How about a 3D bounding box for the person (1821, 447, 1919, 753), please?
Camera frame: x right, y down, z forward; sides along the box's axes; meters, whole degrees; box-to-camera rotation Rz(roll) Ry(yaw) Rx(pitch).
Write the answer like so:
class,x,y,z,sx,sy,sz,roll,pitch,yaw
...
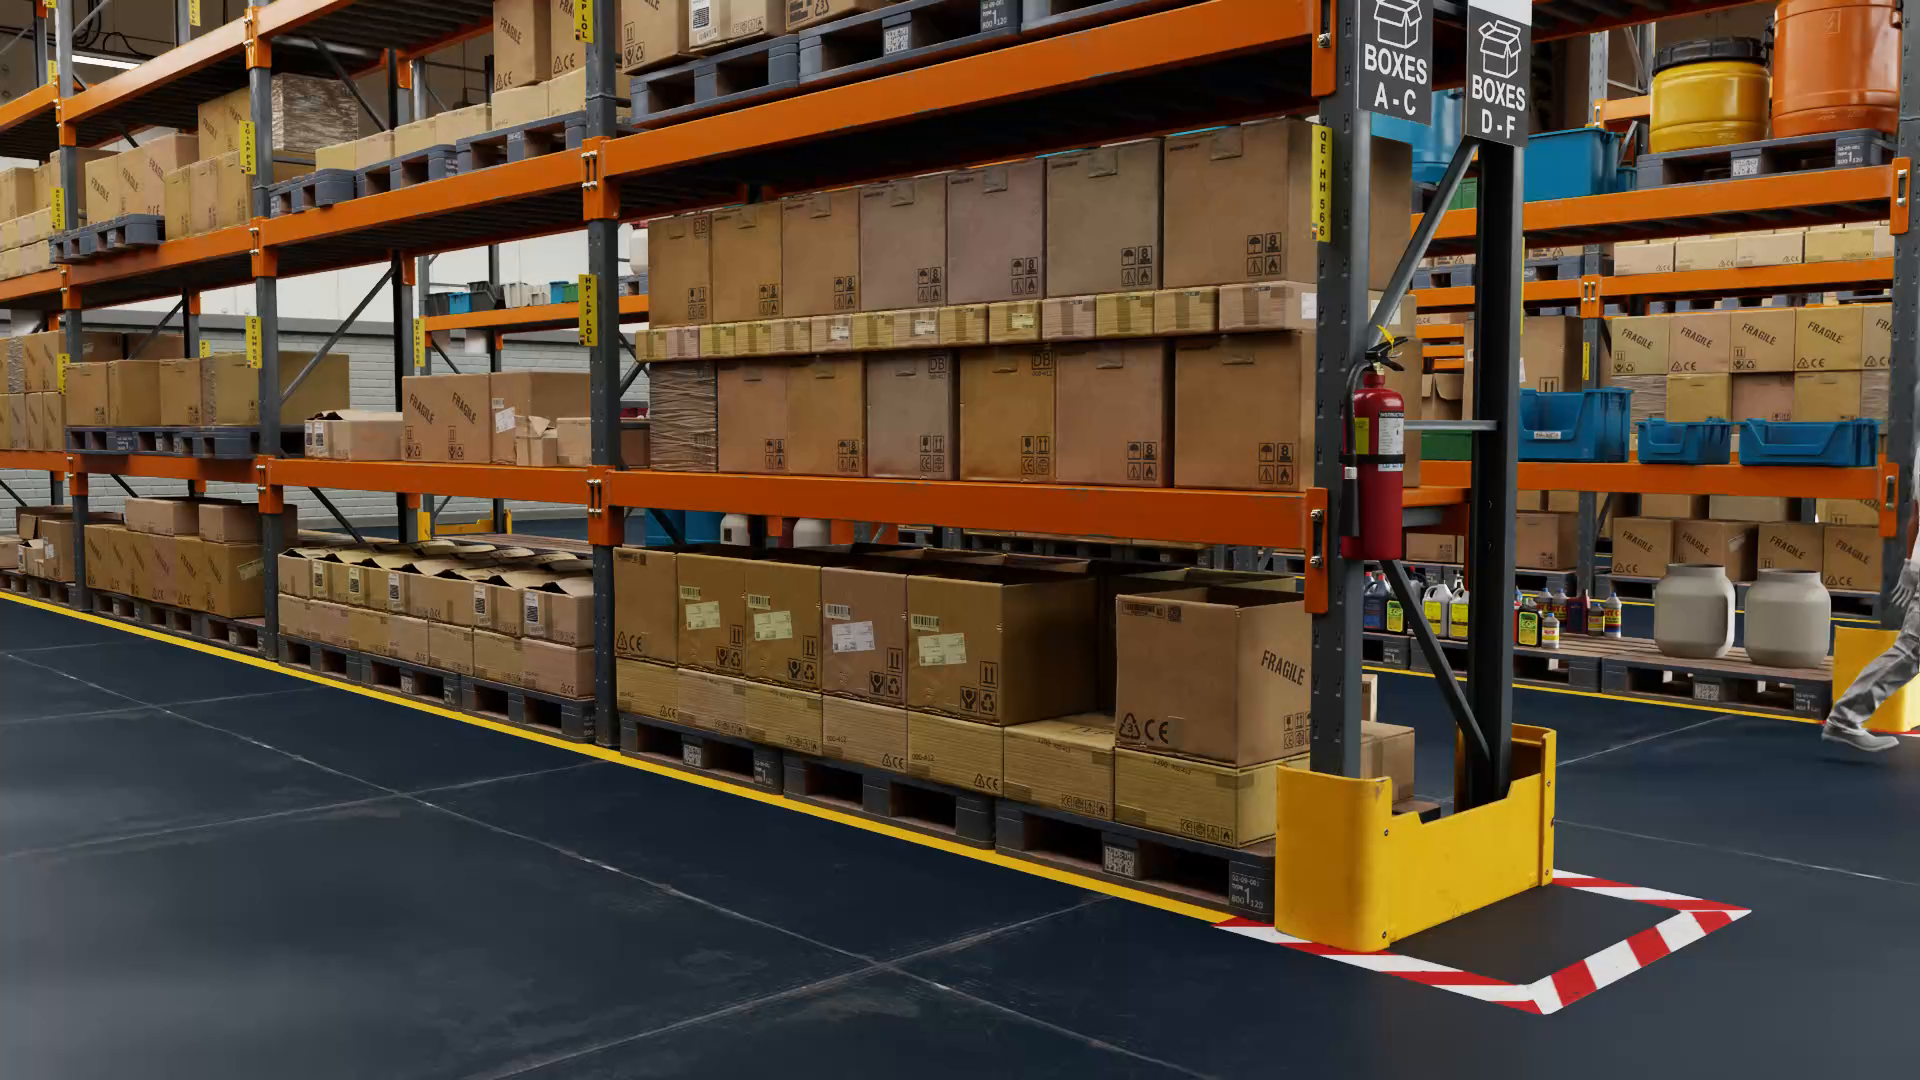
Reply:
class,x,y,z,sx,sy,sz,roll,pitch,yaw
person,4.416,0.126,7.261,1.104,1.729,0.542,2,5,31
